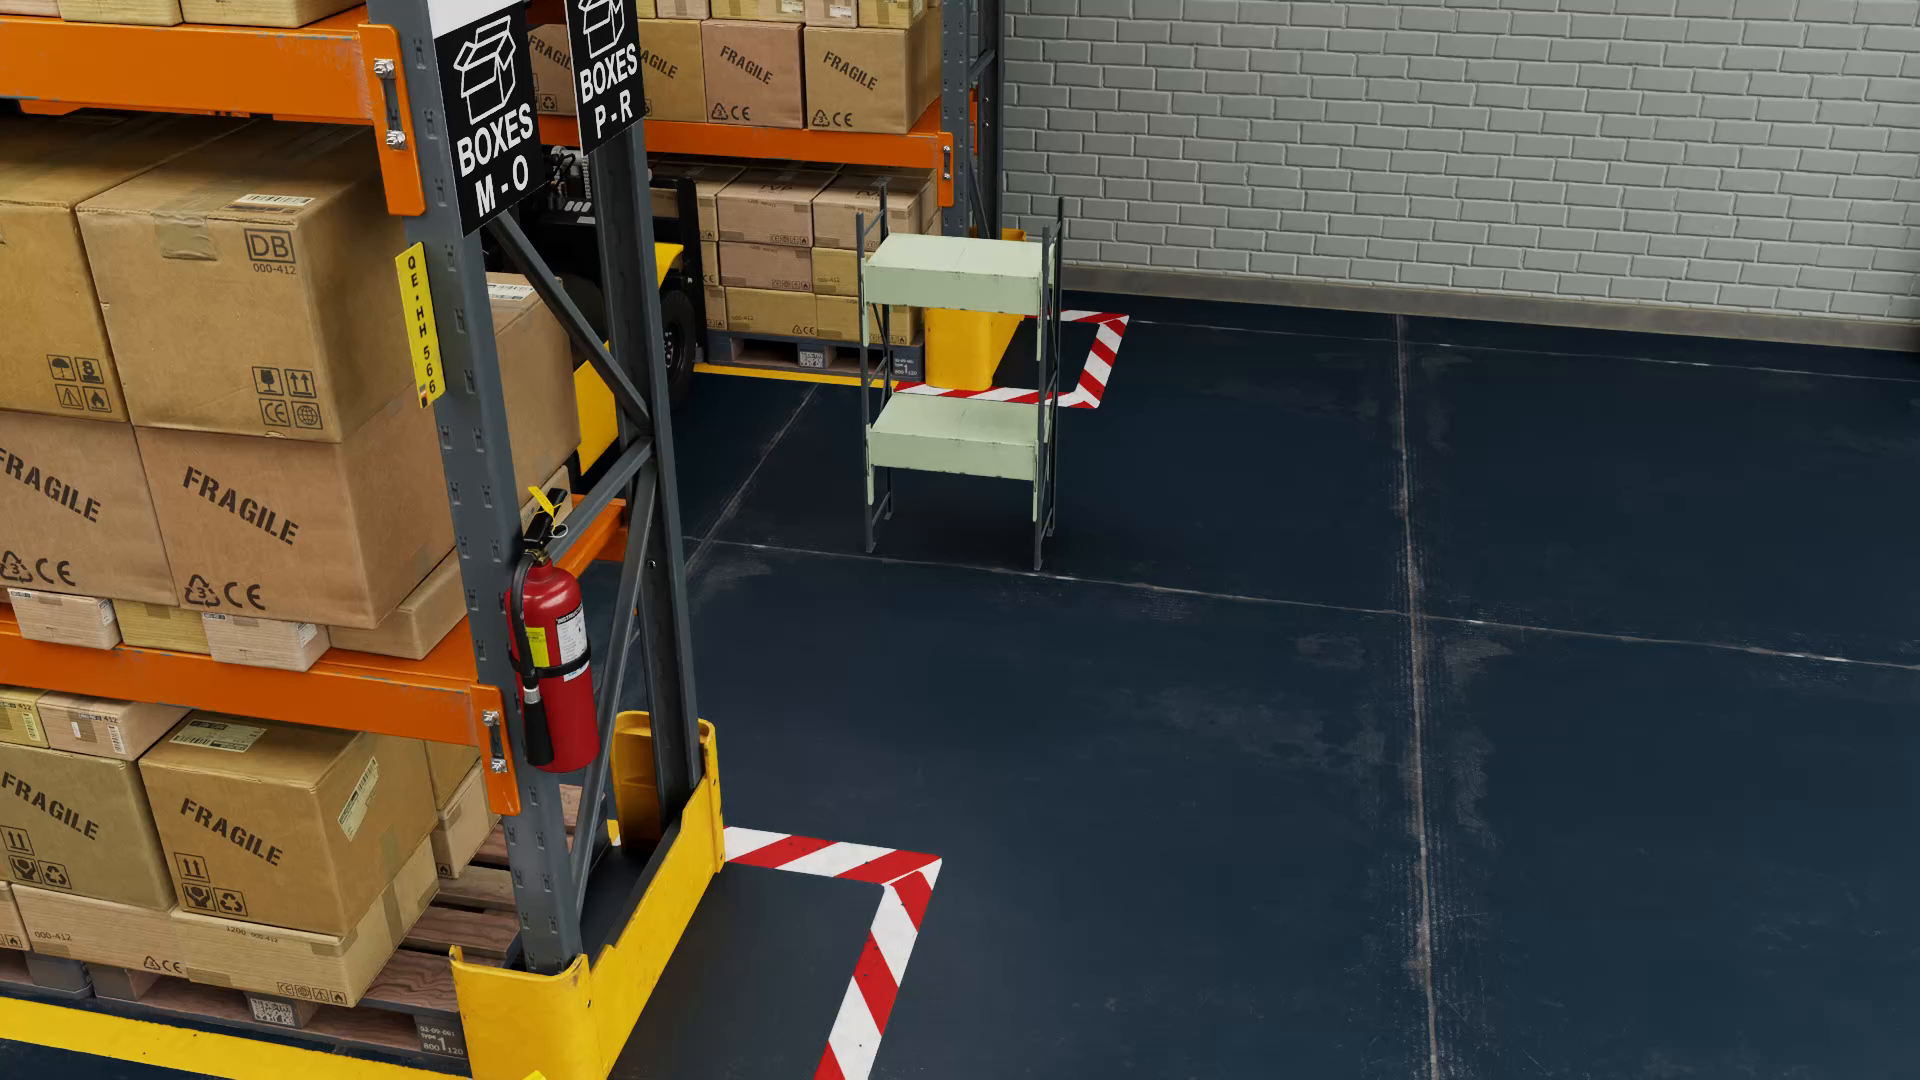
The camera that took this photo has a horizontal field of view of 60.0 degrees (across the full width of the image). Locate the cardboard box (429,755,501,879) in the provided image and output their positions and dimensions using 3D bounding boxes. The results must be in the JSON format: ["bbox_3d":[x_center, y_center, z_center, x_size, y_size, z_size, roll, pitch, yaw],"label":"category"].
[{"bbox_3d":[-1.692,0.764,5.156,0.500,0.250,0.500,6,29,10],"label":"cardboard box"}]

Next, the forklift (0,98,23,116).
[{"bbox_3d":[-4.126,-1.453,6.851,3.031,2.935,1.130,11,31,20],"label":"forklift"}]

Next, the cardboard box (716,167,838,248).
[{"bbox_3d":[-0.944,-1.743,8.695,0.500,0.250,0.500,6,29,11],"label":"cardboard box"}]

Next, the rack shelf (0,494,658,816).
[{"bbox_3d":[-2.917,0.068,4.751,4.000,0.370,1.077,6,29,11],"label":"rack shelf"}]

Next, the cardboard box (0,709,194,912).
[{"bbox_3d":[-2.310,0.638,4.607,0.500,0.500,0.500,7,29,12],"label":"cardboard box"}]

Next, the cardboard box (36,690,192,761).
[{"bbox_3d":[-2.172,0.399,4.368,0.250,0.149,0.380,7,29,12],"label":"cardboard box"}]

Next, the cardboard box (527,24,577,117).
[{"bbox_3d":[-1.965,-2.501,8.590,0.500,0.500,0.500,6,29,11],"label":"cardboard box"}]

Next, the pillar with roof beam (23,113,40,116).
[{"bbox_3d":[-7.188,-4.083,5.336,0.400,9.000,9.100,6,29,11],"label":"pillar with roof beam"}]

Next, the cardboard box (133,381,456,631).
[{"bbox_3d":[-1.549,-0.146,3.979,0.500,0.500,0.500,5,29,10],"label":"cardboard box"}]

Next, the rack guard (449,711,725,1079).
[{"bbox_3d":[-1.035,1.042,4.826,0.348,0.500,1.175,6,29,11],"label":"rack guard"}]

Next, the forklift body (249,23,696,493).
[{"bbox_3d":[-2.164,-1.339,7.456,1.214,2.155,2.313,6,29,11],"label":"forklift body"}]

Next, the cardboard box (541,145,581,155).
[{"bbox_3d":[-2.328,-2.137,9.414,0.500,0.250,0.500,6,29,11],"label":"cardboard box"}]

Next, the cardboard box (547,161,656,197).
[{"bbox_3d":[-1.934,-1.843,8.878,0.500,0.250,0.500,5,29,10],"label":"cardboard box"}]

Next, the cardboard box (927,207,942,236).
[{"bbox_3d":[-0.345,-1.720,9.174,0.500,0.250,0.500,6,29,11],"label":"cardboard box"}]

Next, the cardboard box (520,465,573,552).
[{"bbox_3d":[-1.250,-0.068,4.512,0.250,0.149,0.380,6,29,11],"label":"cardboard box"}]

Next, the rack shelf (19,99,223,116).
[{"bbox_3d":[-5.796,-2.664,9.742,4.000,0.370,1.077,6,29,11],"label":"rack shelf"}]

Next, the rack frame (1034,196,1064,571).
[{"bbox_3d":[0.364,-0.620,6.822,0.023,1.500,0.400,6,29,11],"label":"rack frame"}]

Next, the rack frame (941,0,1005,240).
[{"bbox_3d":[0.072,-2.378,8.470,0.127,3.000,1.000,6,29,11],"label":"rack frame"}]

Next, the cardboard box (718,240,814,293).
[{"bbox_3d":[-0.958,-1.533,8.832,0.500,0.250,0.500,6,29,10],"label":"cardboard box"}]

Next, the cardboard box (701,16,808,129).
[{"bbox_3d":[-0.970,-2.404,8.414,0.500,0.500,0.500,7,29,12],"label":"cardboard box"}]

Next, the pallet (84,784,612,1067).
[{"bbox_3d":[-1.822,1.071,5.074,1.213,0.211,1.003,6,29,11],"label":"pallet"}]

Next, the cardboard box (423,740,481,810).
[{"bbox_3d":[-1.716,0.433,4.980,0.500,0.500,0.500,5,29,9],"label":"cardboard box"}]

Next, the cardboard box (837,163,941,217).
[{"bbox_3d":[-0.359,-1.932,9.040,0.500,0.250,0.500,5,29,10],"label":"cardboard box"}]

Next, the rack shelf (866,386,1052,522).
[{"bbox_3d":[0.007,-0.371,7.045,0.720,0.370,0.431,6,29,11],"label":"rack shelf"}]

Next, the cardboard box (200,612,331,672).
[{"bbox_3d":[-1.642,0.153,4.108,0.250,0.149,0.380,6,29,10],"label":"cardboard box"}]

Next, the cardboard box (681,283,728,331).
[{"bbox_3d":[-1.425,-1.364,9.043,0.500,0.250,0.500,6,29,11],"label":"cardboard box"}]

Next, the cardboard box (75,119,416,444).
[{"bbox_3d":[-1.506,-0.608,3.782,0.500,0.500,0.700,5,29,9],"label":"cardboard box"}]

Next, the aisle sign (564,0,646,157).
[{"bbox_3d":[-0.836,-1.326,3.842,0.004,0.787,0.394,6,29,11],"label":"aisle sign"}]

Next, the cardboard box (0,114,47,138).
[{"bbox_3d":[-2.520,-0.665,3.887,0.500,0.500,0.700,6,29,10],"label":"cardboard box"}]

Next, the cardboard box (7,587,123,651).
[{"bbox_3d":[-2.147,0.106,4.195,0.250,0.149,0.380,6,29,11],"label":"cardboard box"}]

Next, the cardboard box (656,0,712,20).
[{"bbox_3d":[-1.334,-2.711,8.299,0.250,0.149,0.380,5,29,9],"label":"cardboard box"}]

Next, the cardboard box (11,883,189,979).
[{"bbox_3d":[-2.313,0.965,4.790,0.500,0.250,0.500,6,29,11],"label":"cardboard box"}]

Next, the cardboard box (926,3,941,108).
[{"bbox_3d":[-0.355,-2.602,8.775,0.500,0.500,0.500,7,29,12],"label":"cardboard box"}]

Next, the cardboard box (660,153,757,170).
[{"bbox_3d":[-1.335,-2.035,9.229,0.500,0.250,0.500,6,29,10],"label":"cardboard box"}]

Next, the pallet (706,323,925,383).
[{"bbox_3d":[-0.685,-1.212,9.244,1.213,0.211,1.003,6,29,11],"label":"pallet"}]

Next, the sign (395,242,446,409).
[{"bbox_3d":[-1.097,-0.435,3.385,0.005,0.325,0.100,6,29,11],"label":"sign"}]

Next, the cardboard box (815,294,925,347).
[{"bbox_3d":[-0.454,-1.255,8.845,0.500,0.250,0.500,6,29,11],"label":"cardboard box"}]

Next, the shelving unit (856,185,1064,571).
[{"bbox_3d":[0.007,-0.657,6.889,0.755,1.500,0.431,6,29,11],"label":"shelving unit"}]

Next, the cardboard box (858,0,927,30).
[{"bbox_3d":[-0.326,-2.610,8.114,0.250,0.149,0.380,6,29,11],"label":"cardboard box"}]

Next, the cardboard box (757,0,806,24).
[{"bbox_3d":[-0.823,-2.676,8.235,0.250,0.149,0.380,6,29,12],"label":"cardboard box"}]

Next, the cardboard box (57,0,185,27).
[{"bbox_3d":[-1.618,-1.166,3.395,0.250,0.149,0.380,6,29,11],"label":"cardboard box"}]
